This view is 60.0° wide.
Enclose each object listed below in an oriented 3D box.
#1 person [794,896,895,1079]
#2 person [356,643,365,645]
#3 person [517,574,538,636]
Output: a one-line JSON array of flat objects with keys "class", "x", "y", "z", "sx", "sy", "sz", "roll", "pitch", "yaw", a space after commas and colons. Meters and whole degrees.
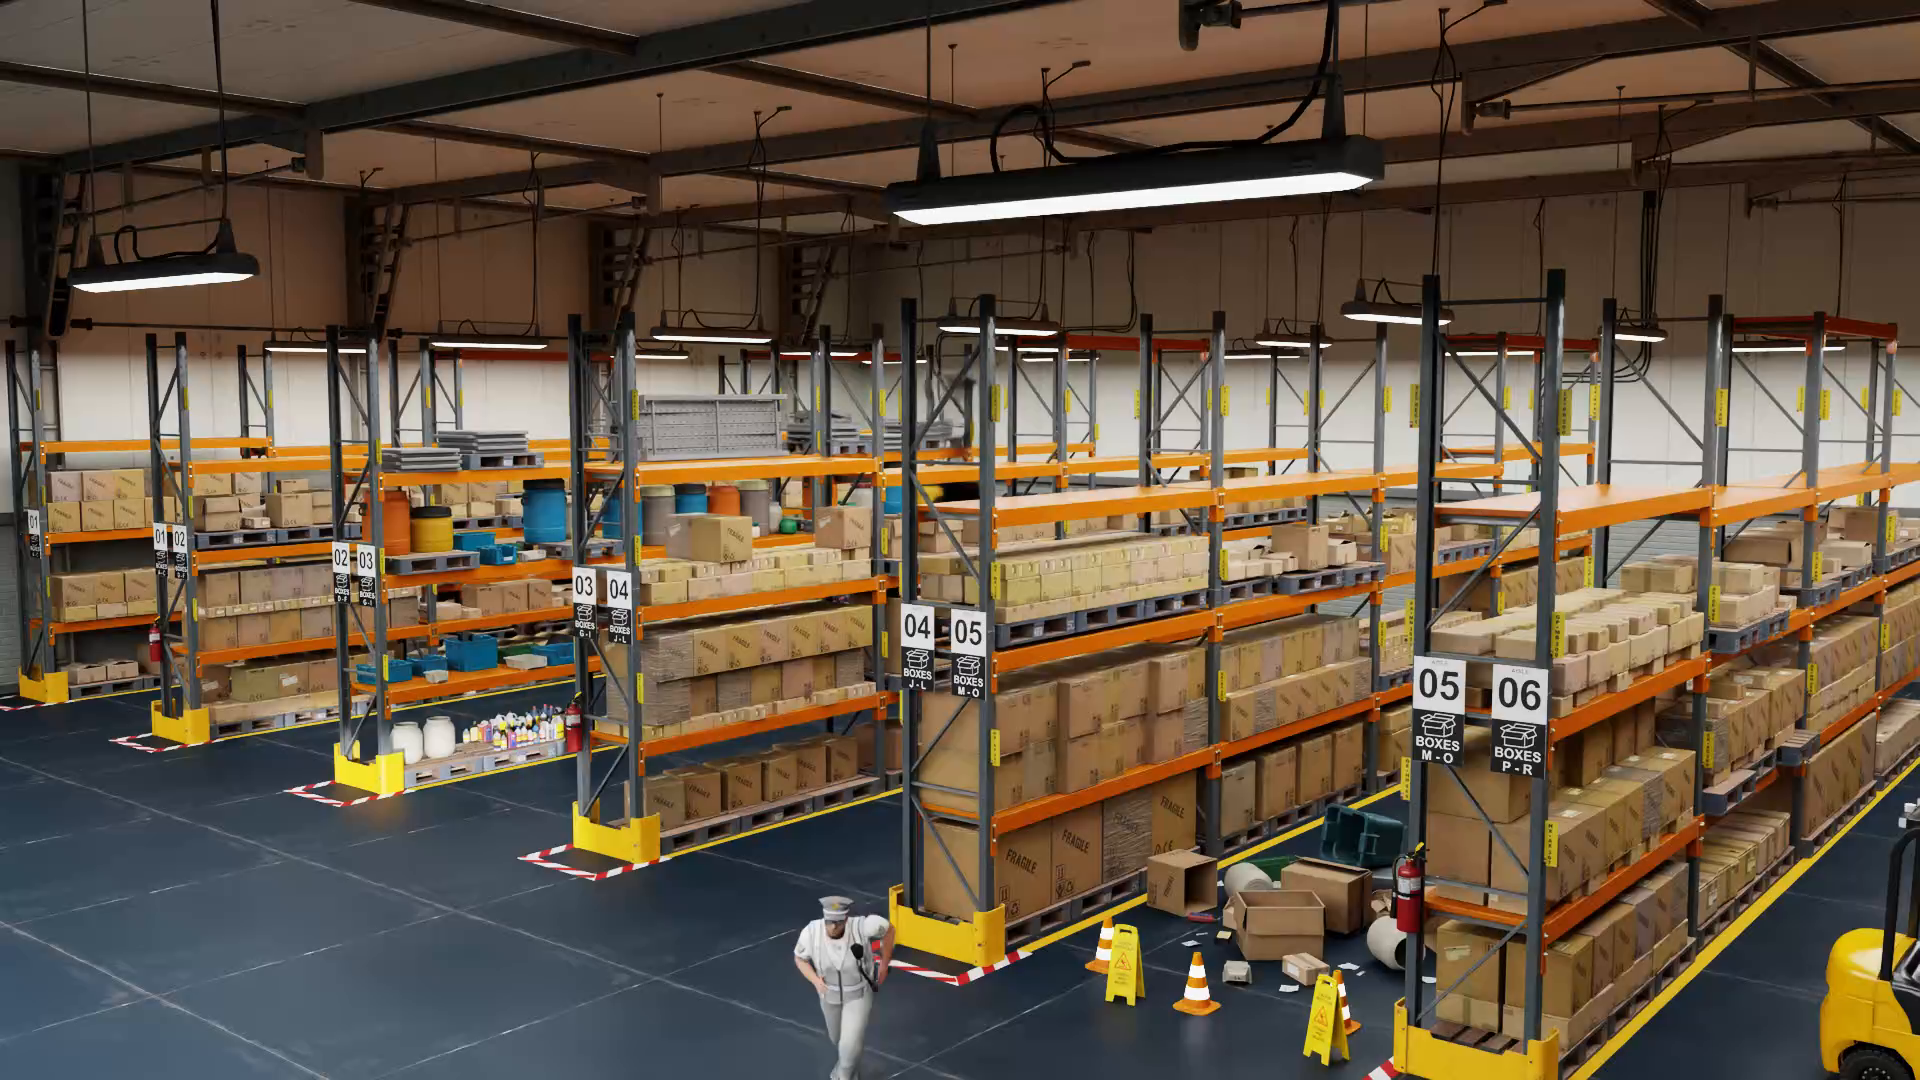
[{"class": "person", "x": -0.814, "y": 3.299, "z": 11.992, "sx": 0.708, "sy": 1.718, "sz": 1.015, "roll": 0, "pitch": 5, "yaw": 4}, {"class": "person", "x": -10.712, "y": 1.645, "z": 29.722, "sx": 0.579, "sy": 1.711, "sz": 0.924, "roll": 2, "pitch": 5, "yaw": 19}, {"class": "person", "x": -8.220, "y": 1.483, "z": 31.742, "sx": 0.661, "sy": 1.682, "sz": 0.585, "roll": 5, "pitch": 7, "yaw": 44}]
